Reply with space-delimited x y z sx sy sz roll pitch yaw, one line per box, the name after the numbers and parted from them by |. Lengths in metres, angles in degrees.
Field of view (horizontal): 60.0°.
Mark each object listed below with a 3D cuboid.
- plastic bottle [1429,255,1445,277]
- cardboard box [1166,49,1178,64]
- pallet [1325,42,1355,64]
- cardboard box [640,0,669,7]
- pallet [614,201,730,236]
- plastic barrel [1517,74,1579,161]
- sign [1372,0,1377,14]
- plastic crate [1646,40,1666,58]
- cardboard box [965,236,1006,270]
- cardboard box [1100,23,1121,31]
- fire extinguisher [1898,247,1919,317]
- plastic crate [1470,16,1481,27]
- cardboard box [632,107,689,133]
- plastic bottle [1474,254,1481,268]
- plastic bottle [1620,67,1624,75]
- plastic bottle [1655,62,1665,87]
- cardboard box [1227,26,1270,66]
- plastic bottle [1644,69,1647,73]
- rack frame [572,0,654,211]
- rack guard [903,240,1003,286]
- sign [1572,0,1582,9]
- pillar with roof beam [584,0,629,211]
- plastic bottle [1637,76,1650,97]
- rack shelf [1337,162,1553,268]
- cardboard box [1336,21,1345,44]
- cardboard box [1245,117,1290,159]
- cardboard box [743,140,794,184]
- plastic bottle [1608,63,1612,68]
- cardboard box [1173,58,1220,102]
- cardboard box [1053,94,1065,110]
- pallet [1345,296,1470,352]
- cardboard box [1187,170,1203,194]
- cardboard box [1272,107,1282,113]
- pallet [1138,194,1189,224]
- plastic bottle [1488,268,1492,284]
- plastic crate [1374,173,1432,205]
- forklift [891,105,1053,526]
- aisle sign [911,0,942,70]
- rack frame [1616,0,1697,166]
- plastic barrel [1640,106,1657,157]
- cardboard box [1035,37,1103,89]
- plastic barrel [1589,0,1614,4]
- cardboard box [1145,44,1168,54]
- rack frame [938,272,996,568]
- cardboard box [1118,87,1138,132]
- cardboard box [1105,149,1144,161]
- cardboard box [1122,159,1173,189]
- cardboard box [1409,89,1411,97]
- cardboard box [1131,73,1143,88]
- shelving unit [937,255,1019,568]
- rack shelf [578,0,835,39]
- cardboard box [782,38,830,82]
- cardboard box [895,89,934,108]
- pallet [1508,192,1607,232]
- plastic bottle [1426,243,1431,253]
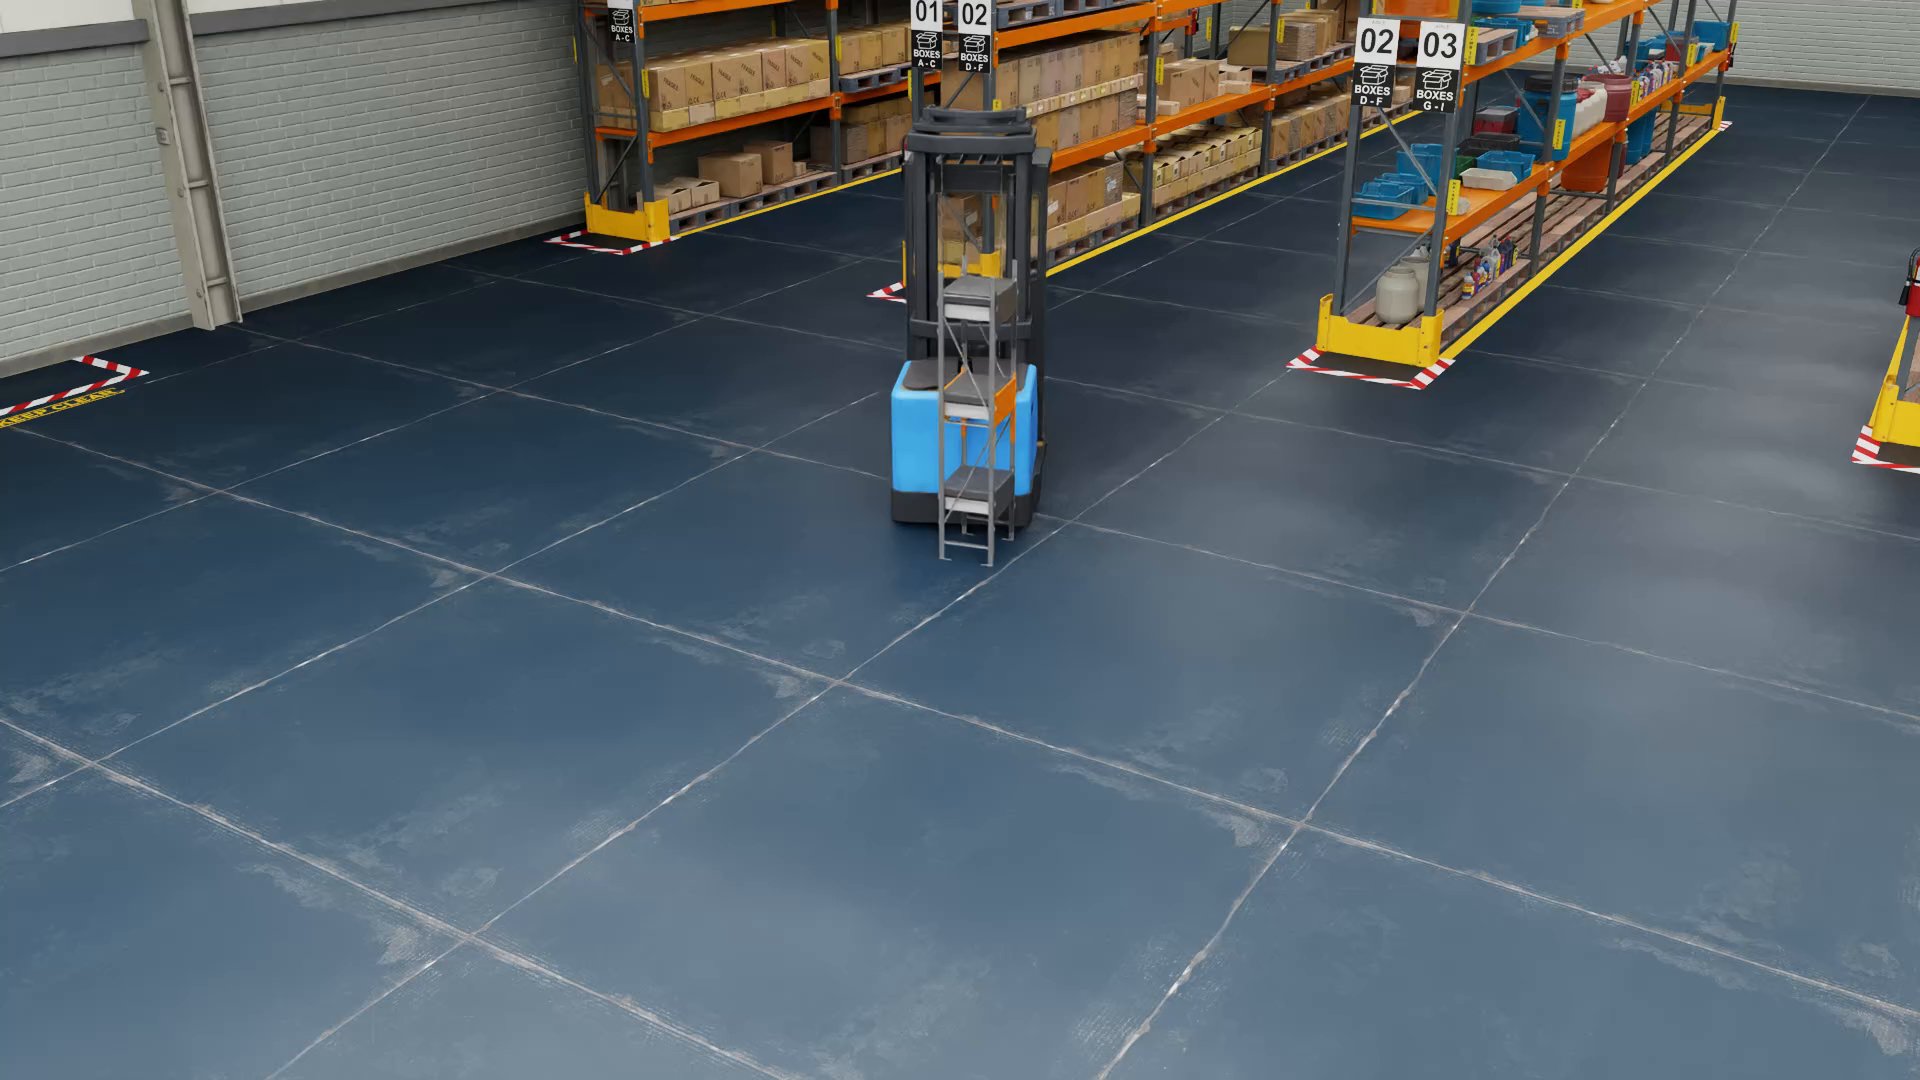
5.280 -3.071 18.444 0.152 0.276 0.135 14 27 29 | plastic bottle
3.872 -9.449 32.920 0.700 0.500 0.500 14 27 29 | cardboard box
5.743 -7.939 27.055 1.003 0.211 1.213 14 27 29 | pallet
-3.894 -6.753 20.146 0.500 0.500 0.500 15 27 30 | cardboard box
-3.784 -4.274 21.856 1.003 0.211 1.213 14 27 29 | pallet
6.705 -4.832 19.004 0.600 0.901 0.708 14 27 29 | plastic barrel
6.731 -8.690 27.091 0.100 0.325 0.005 14 27 29 | sign
11.311 -7.975 27.033 0.416 0.233 0.300 14 27 29 | plastic crate
0.399 -3.289 19.005 0.500 0.250 0.500 14 27 29 | cardboard box
2.347 -9.628 30.338 0.980 0.700 0.700 14 27 30 | cardboard box
7.889 -2.169 13.582 0.296 0.674 0.183 14 27 29 | fire extinguisher
5.180 -5.338 17.297 0.336 0.188 0.450 14 27 29 | plastic crate
-3.756 -5.299 20.879 0.500 0.250 0.500 13 27 27 | cardboard box
5.697 -3.007 18.285 0.061 0.283 0.133 14 27 29 | plastic bottle
9.818 -6.924 24.718 0.097 0.201 0.097 0 23 0 | plastic bottle
10.159 -6.771 24.177 0.144 0.351 0.185 14 27 29 | plastic bottle
4.384 -7.399 24.911 0.700 0.500 0.500 5 24 11 | cardboard box
9.885 -6.656 24.011 0.097 0.271 0.097 0 23 0 | plastic bottle
-4.283 -5.261 20.626 1.000 3.000 0.127 14 27 29 | rack frame
-0.085 -3.069 18.709 1.175 0.500 0.348 14 27 29 | rack guard
6.705 -5.796 18.077 0.100 0.325 0.005 14 27 29 | sign
-0.991 -7.529 18.315 9.100 9.000 0.400 14 27 29 | pillar with roof beam
9.588 -6.374 23.355 0.152 0.276 0.135 14 27 29 | plastic bottle
5.189 -3.530 17.533 1.077 0.370 4.000 14 27 29 | rack shelf
6.303 -8.542 28.081 0.500 0.500 0.500 14 27 30 | cardboard box
4.630 -6.073 25.094 0.500 0.500 0.500 15 28 31 | cardboard box
-2.687 -5.307 23.326 0.500 0.500 0.500 12 26 25 | cardboard box
9.618 -6.942 24.673 0.097 0.271 0.097 0 23 0 | plastic bottle
3.276 -6.400 23.133 0.500 0.500 0.500 12 26 26 | cardboard box
0.995 -5.090 19.289 0.380 0.149 0.250 13 27 28 | cardboard box
4.567 -2.214 17.097 1.003 0.211 1.213 14 27 29 | pallet
3.002 -4.937 22.810 0.500 0.250 0.500 13 27 27 | cardboard box
4.714 -6.518 26.124 0.500 0.500 0.500 13 27 27 | cardboard box
2.393 -4.551 22.497 1.003 0.211 1.213 14 27 29 | pallet
5.749 -2.901 18.145 0.097 0.201 0.097 0 23 0 | plastic bottle
4.491 -3.566 16.899 0.499 0.251 0.408 14 27 29 | plastic crate
0.147 -1.997 13.173 1.130 2.935 3.031 2 24 5 | forklift
-0.357 -5.456 17.806 0.394 0.787 0.004 14 27 29 | aisle sign
10.463 -7.235 25.186 1.000 3.000 0.127 14 27 29 | rack frame
10.162 -6.284 25.104 0.600 0.901 0.708 14 27 29 | plastic barrel
1.278 -5.724 19.939 0.700 0.500 0.500 14 27 29 | cardboard box
7.881 -6.720 20.395 0.301 0.262 0.301 0 23 0 | plastic barrel
3.825 -9.579 32.403 0.380 0.149 0.250 15 27 30 | cardboard box
0.044 -0.796 11.447 0.400 2.100 0.015 8 25 18 | rack frame
1.809 -5.469 20.981 0.700 0.500 0.500 13 27 28 | cardboard box
2.276 -5.136 22.565 0.500 0.311 0.500 15 27 30 | cardboard box
2.467 -4.849 21.903 0.500 0.311 0.500 14 27 29 | cardboard box
8.000 -8.173 30.366 0.380 0.166 0.250 14 27 29 | cardboard box
2.076 -5.781 20.886 0.380 0.149 0.250 14 27 29 | cardboard box
0.124 -0.888 11.658 0.431 2.100 0.503 8 25 18 | shelving unit
-3.228 -6.982 21.733 1.077 0.370 4.000 14 27 29 | rack shelf
-2.160 -6.671 23.104 0.500 0.500 0.500 14 27 29 | cardboard box
-0.753 -6.927 26.123 0.500 0.250 0.500 14 27 30 | cardboard box
7.912 -4.352 22.037 1.003 0.211 1.213 14 27 29 | pallet
5.243 -3.194 18.717 0.061 0.283 0.133 15 28 31 | plastic bottle
